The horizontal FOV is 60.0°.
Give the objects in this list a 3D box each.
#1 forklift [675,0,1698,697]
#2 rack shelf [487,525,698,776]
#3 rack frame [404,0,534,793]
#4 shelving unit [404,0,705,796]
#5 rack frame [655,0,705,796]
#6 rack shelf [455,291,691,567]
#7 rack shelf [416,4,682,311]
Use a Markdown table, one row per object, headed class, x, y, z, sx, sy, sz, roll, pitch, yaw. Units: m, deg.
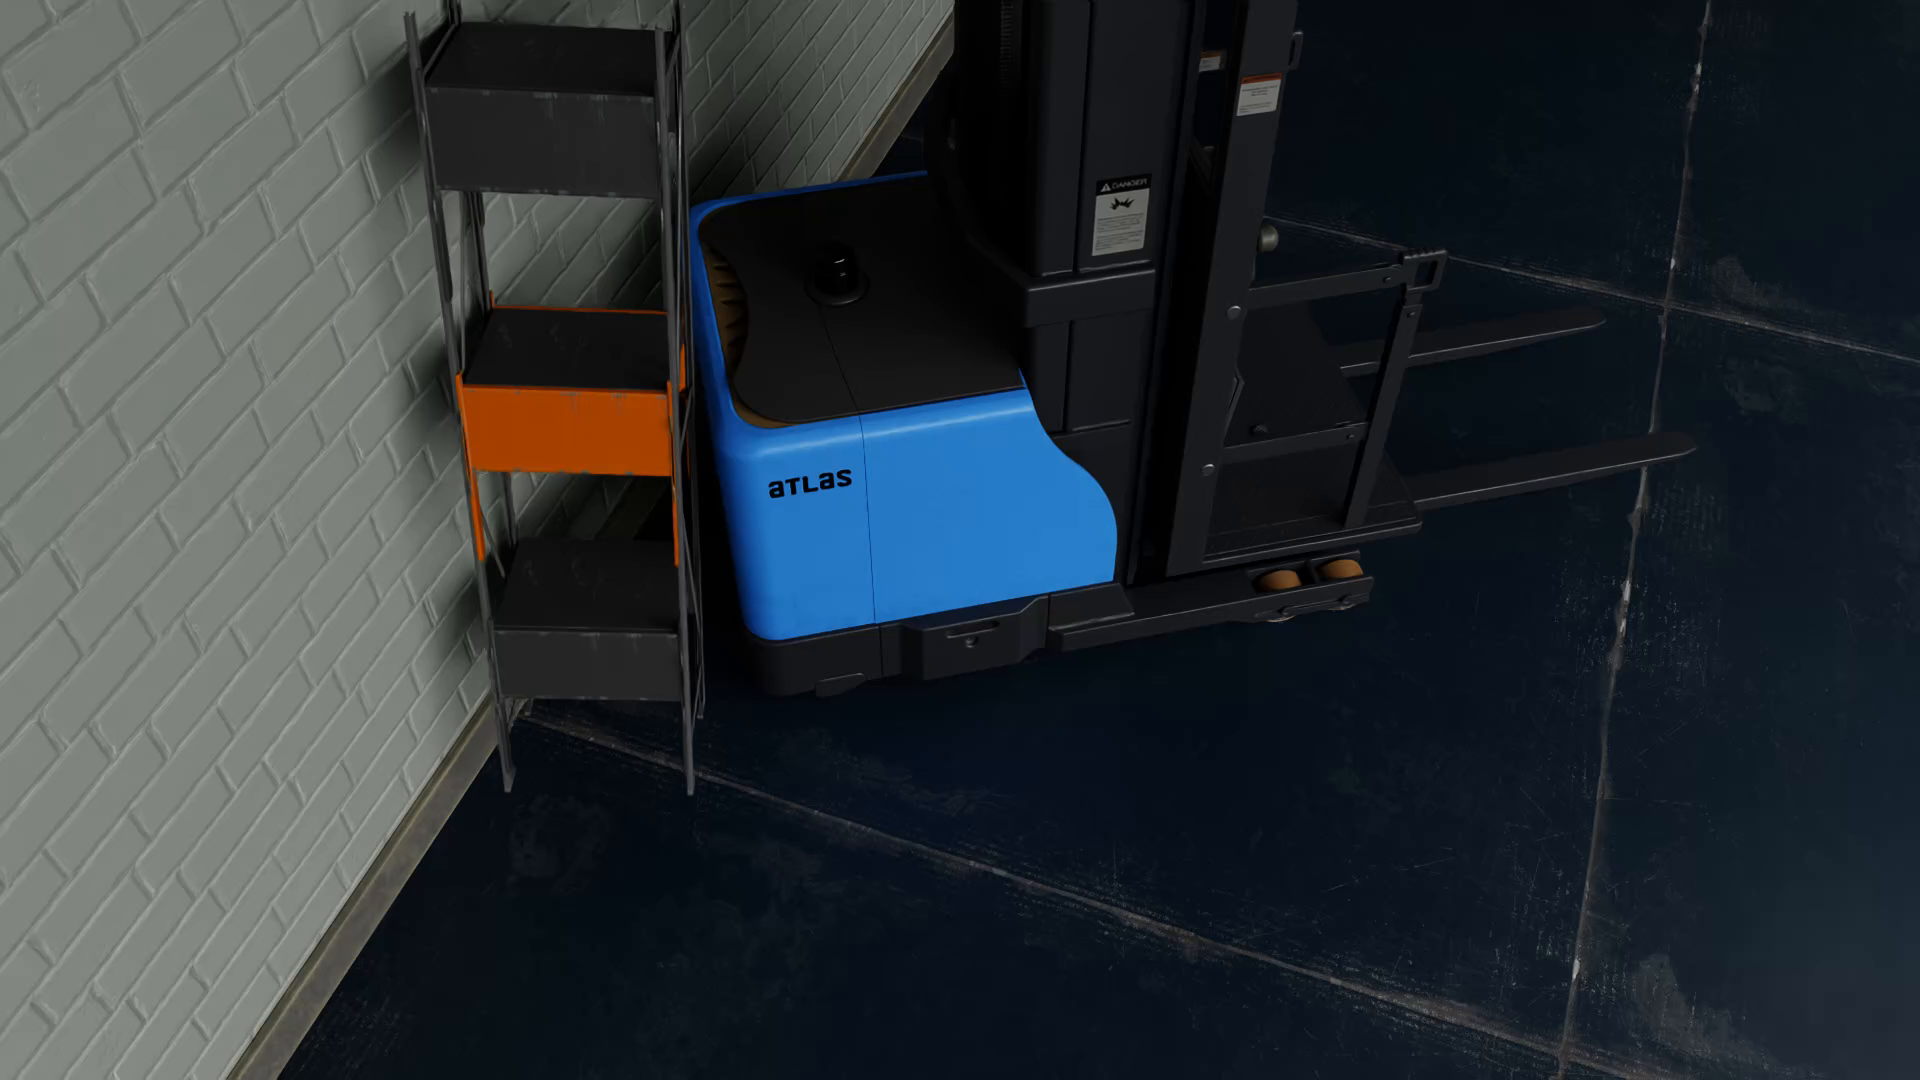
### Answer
| class | x | y | z | sx | sy | sz | roll | pitch | yaw |
| --- | --- | --- | --- | --- | --- | --- | --- | --- | --- |
| forklift | 0.764 | -1.093 | 4.258 | 3.031 | 2.935 | 1.130 | -10 | 50 | -8 |
| rack shelf | -0.962 | 0.297 | 4.464 | 0.480 | 0.518 | 0.431 | 2 | 35 | -4 |
| rack frame | -1.160 | -0.290 | 4.033 | 0.015 | 2.100 | 0.400 | 2 | 35 | -4 |
| shelving unit | -0.917 | -0.283 | 4.051 | 0.503 | 2.100 | 0.431 | 2 | 35 | -4 |
| rack frame | -0.674 | -0.276 | 4.068 | 0.015 | 2.100 | 0.400 | 2 | 35 | -4 |
| rack shelf | -0.918 | -0.272 | 4.058 | 0.480 | 0.518 | 0.431 | 2 | 35 | -4 |
| rack shelf | -0.873 | -0.841 | 3.653 | 0.480 | 0.518 | 0.431 | 2 | 35 | -4 |
